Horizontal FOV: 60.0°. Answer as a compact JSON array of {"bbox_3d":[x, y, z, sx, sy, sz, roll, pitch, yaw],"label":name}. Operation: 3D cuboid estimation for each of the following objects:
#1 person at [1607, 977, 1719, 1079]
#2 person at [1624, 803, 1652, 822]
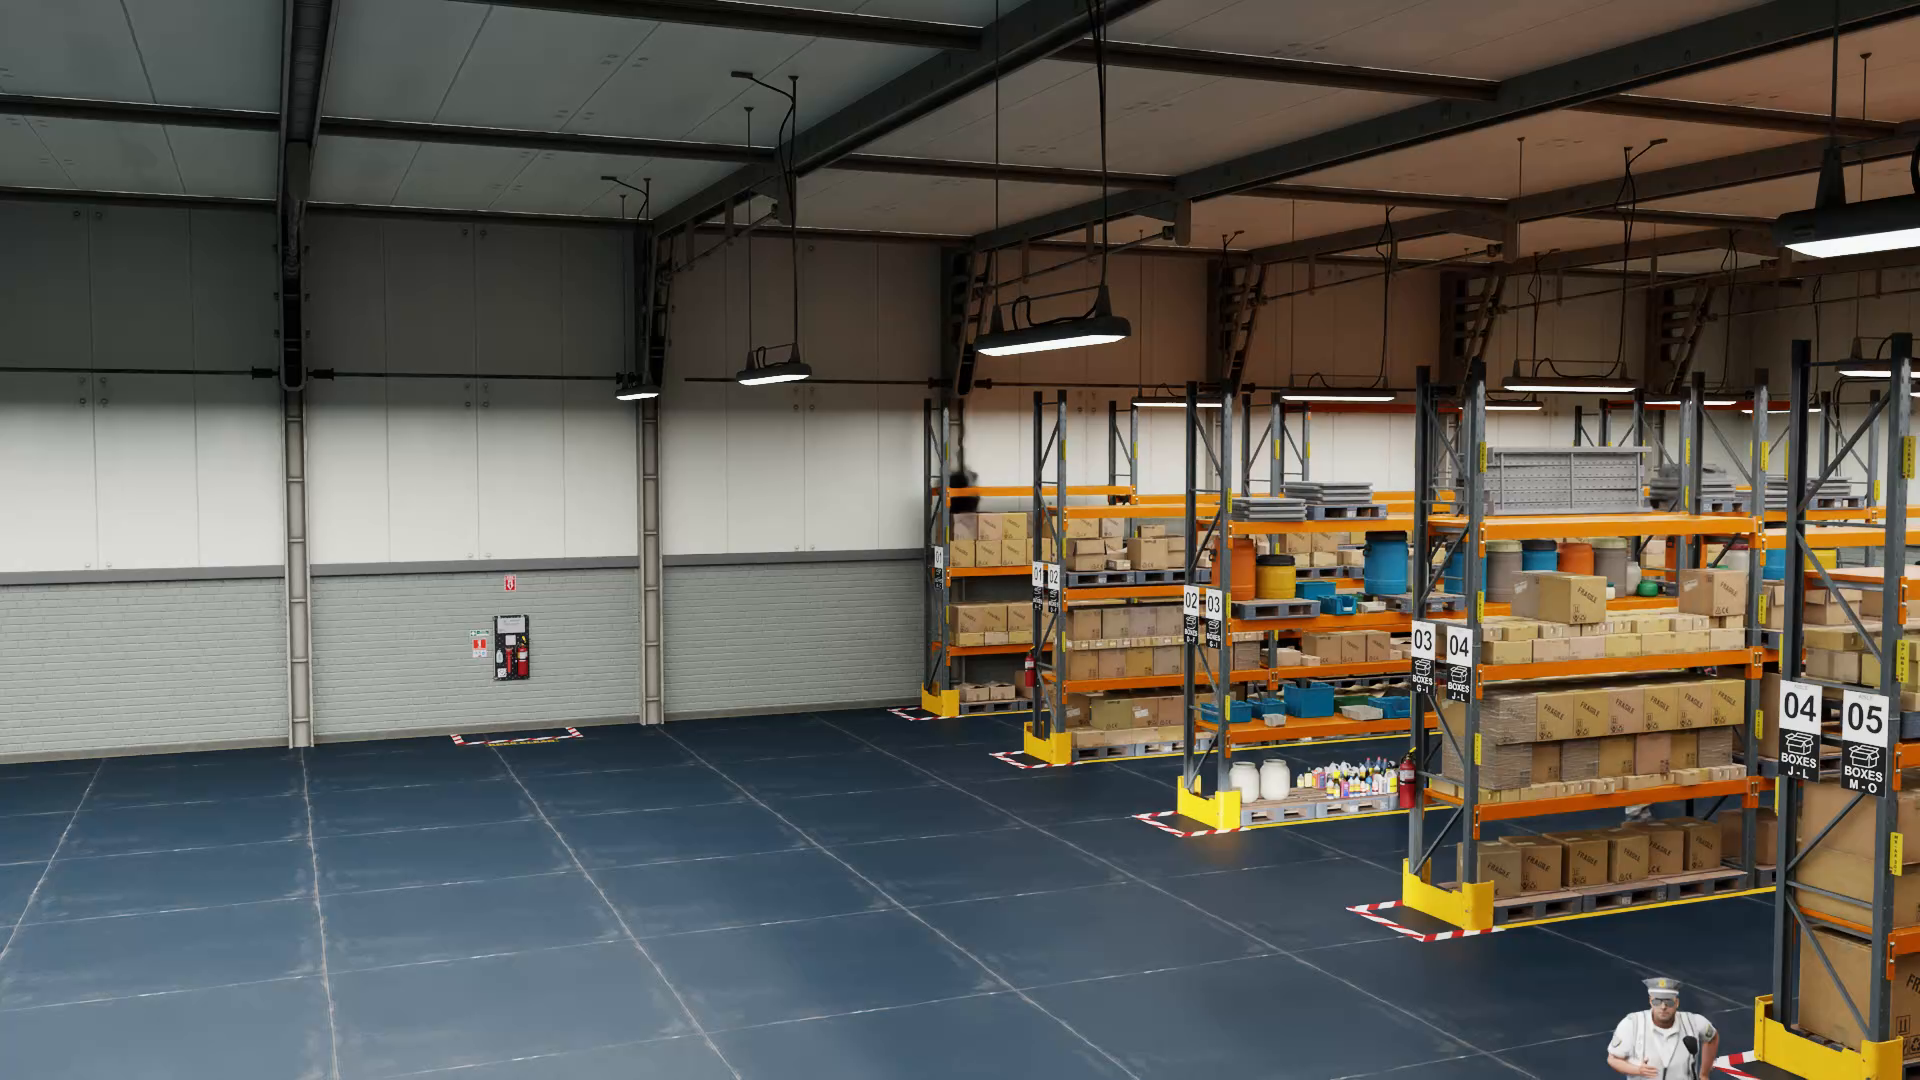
[{"bbox_3d":[4.505,3.671,10.678,0.643,1.866,0.884,2,4,26],"label":"person"},{"bbox_3d":[8.856,2.976,21.819,0.880,1.824,0.598,-2,4,-32],"label":"person"}]
